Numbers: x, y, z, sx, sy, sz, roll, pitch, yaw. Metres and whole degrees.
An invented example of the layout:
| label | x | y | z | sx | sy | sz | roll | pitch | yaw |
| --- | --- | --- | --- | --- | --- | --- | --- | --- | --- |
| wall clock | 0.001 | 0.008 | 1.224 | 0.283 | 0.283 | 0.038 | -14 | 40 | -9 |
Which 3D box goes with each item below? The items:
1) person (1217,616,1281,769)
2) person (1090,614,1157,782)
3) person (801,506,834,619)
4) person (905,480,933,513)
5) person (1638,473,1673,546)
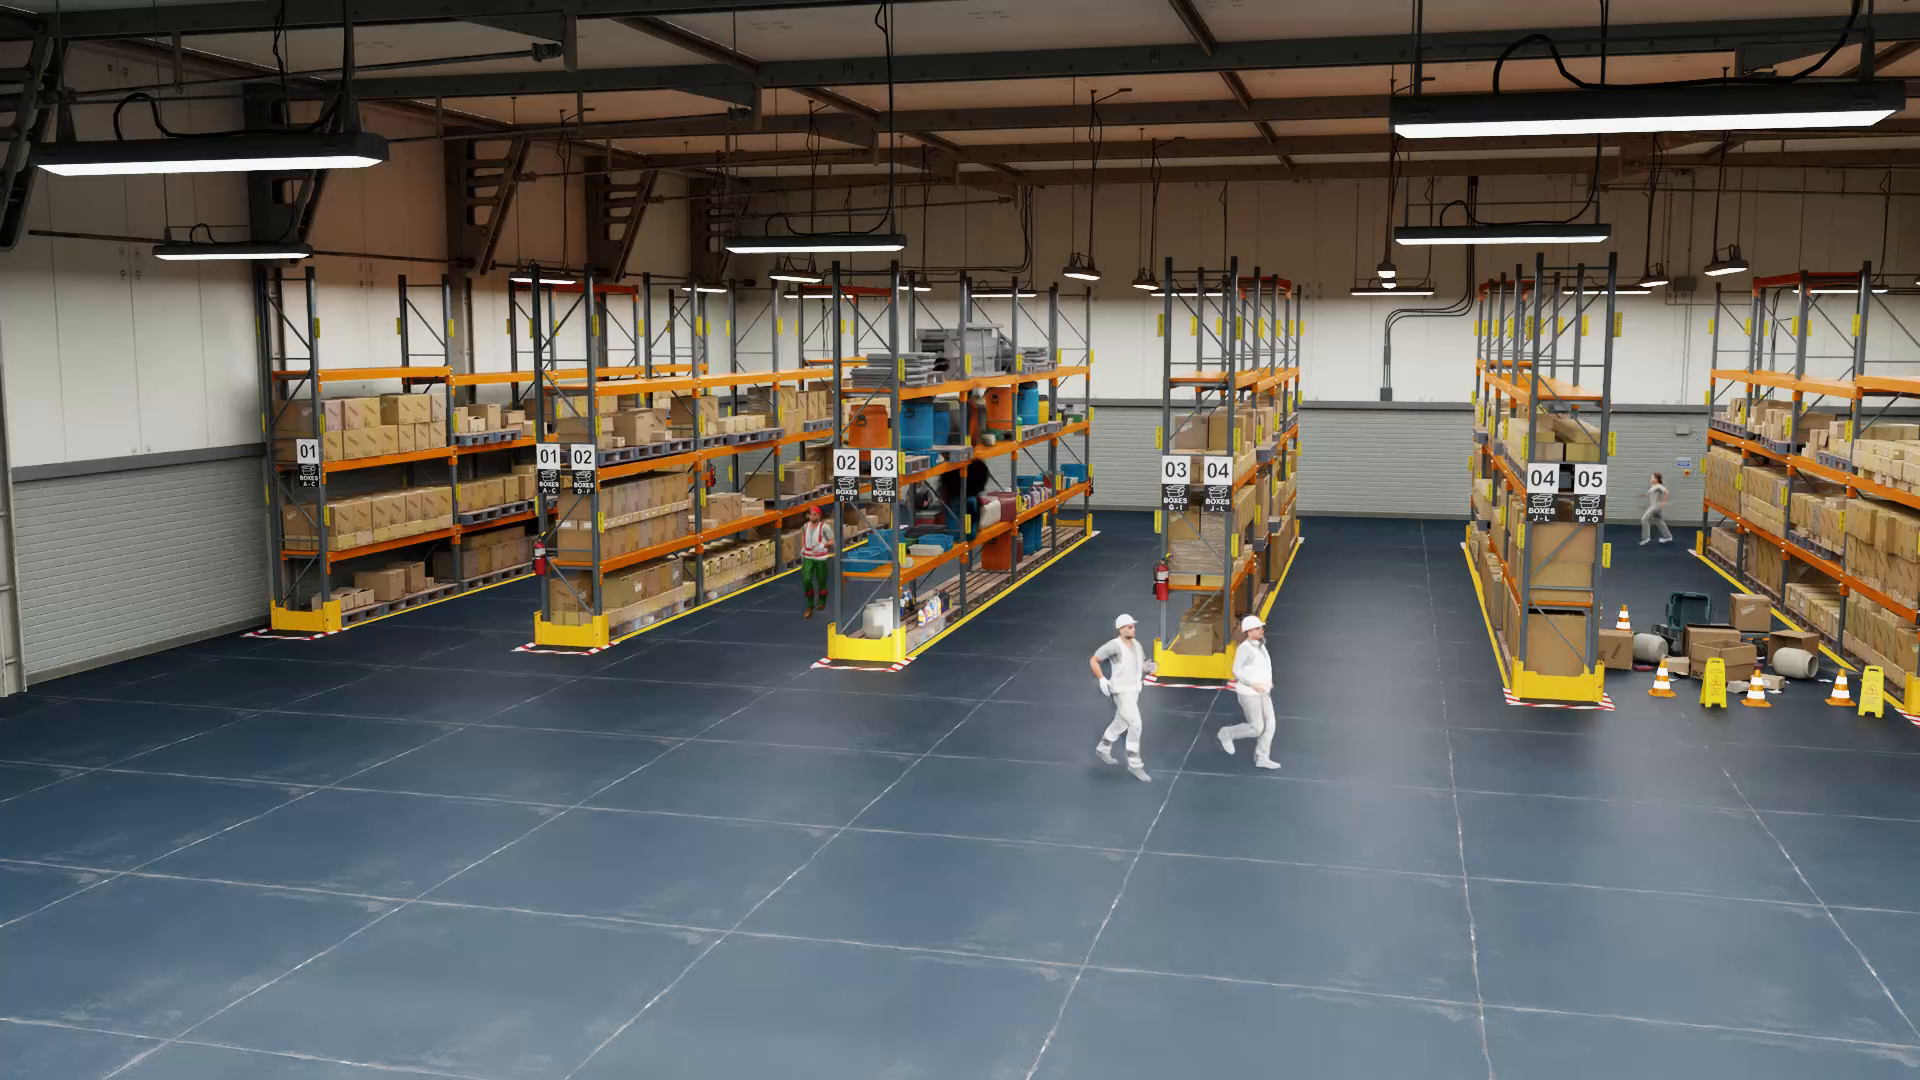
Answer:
| label | x | y | z | sx | sy | sz | roll | pitch | yaw |
| --- | --- | --- | --- | --- | --- | --- | --- | --- | --- |
| person | 3.341 | 1.731 | 19.047 | 0.762 | 1.738 | 0.675 | 5 | 9 | 35 |
| person | 1.840 | 1.742 | 18.680 | 0.836 | 1.838 | 0.652 | 6 | 9 | 37 |
| person | -2.392 | 0.368 | 27.548 | 0.642 | 1.867 | 0.724 | 2 | 7 | 13 |
| person | -0.941 | -0.642 | 37.936 | 0.662 | 1.721 | 0.875 | 1 | 7 | 7 |
| person | 16.105 | -0.701 | 38.438 | 0.793 | 1.714 | 0.584 | 2 | 8 | 17 |
